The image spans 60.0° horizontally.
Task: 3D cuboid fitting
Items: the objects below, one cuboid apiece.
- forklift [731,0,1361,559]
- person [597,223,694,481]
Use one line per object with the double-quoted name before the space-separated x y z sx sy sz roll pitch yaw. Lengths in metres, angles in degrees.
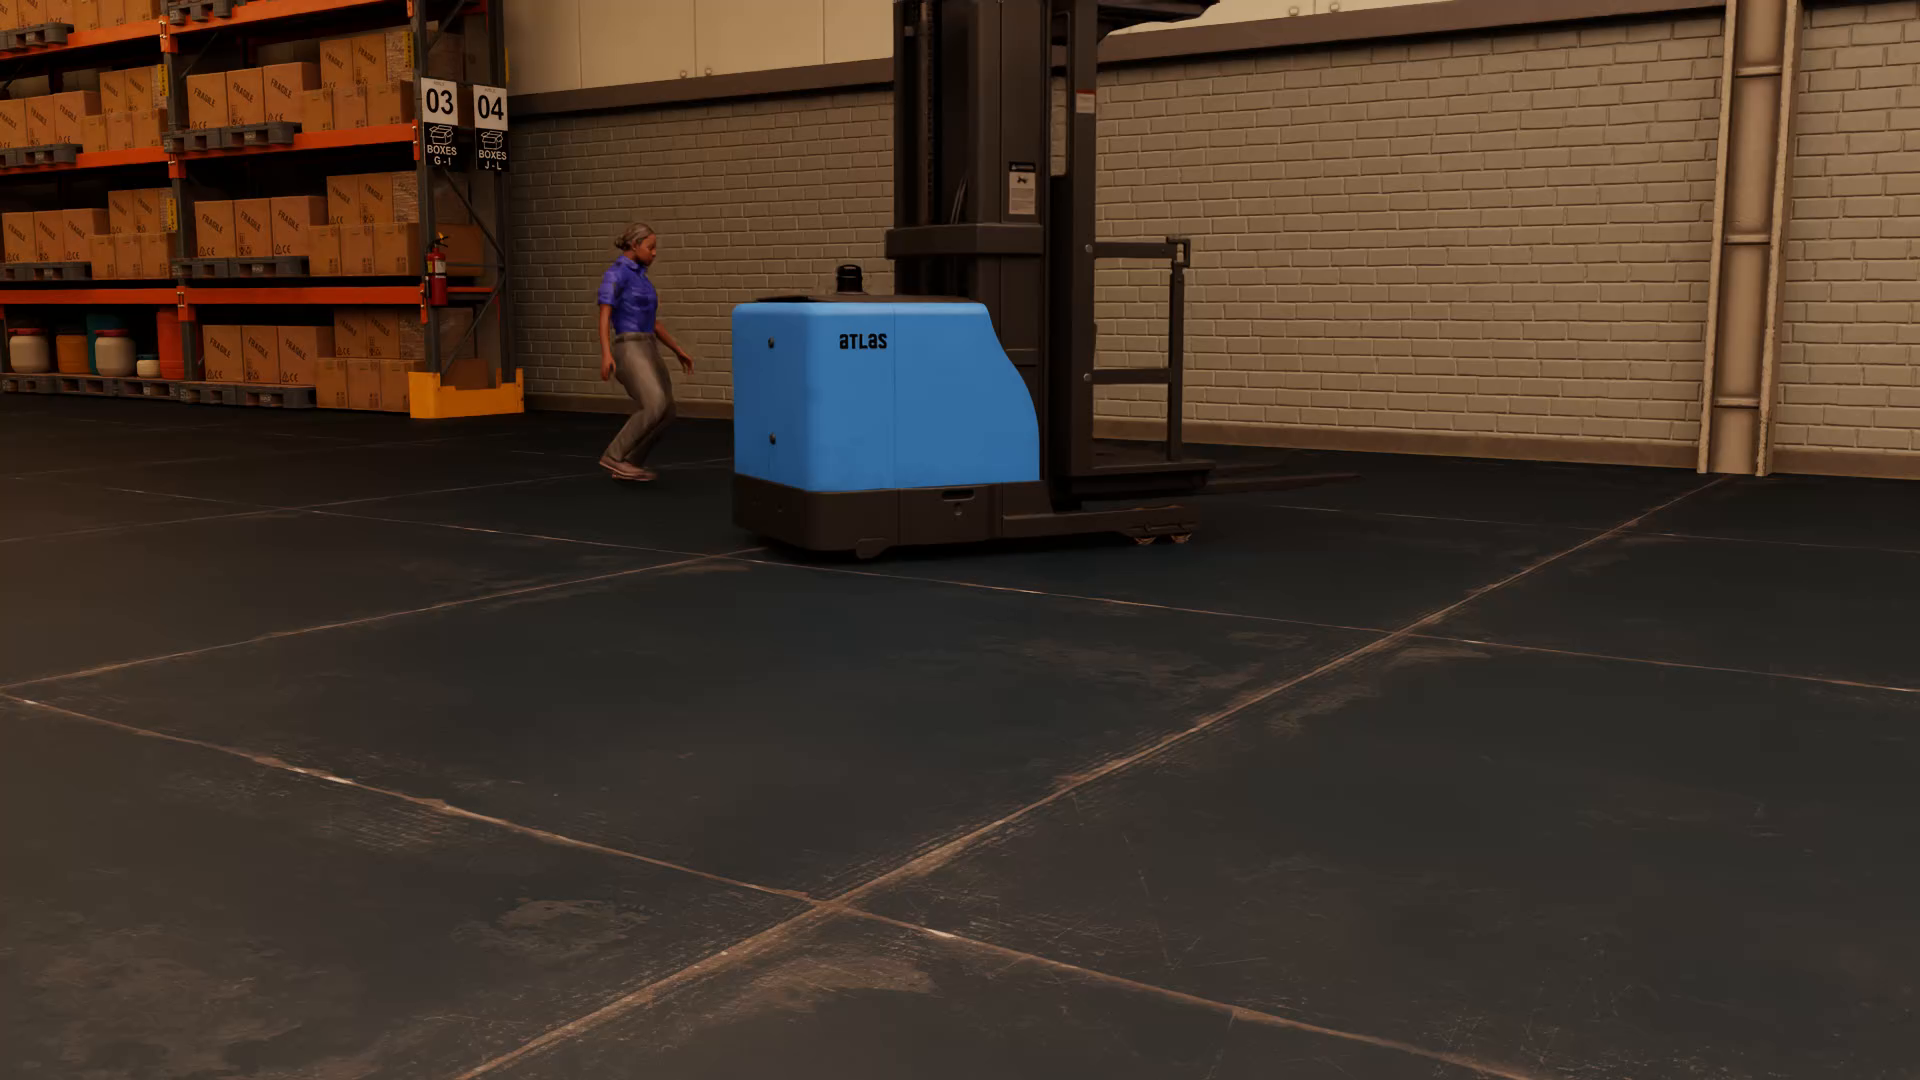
"forklift" 0.505 -1.494 7.700 3.031 2.935 1.130 -4 9 -28
"person" -1.885 -1.080 9.789 0.578 1.556 0.850 2 8 15
